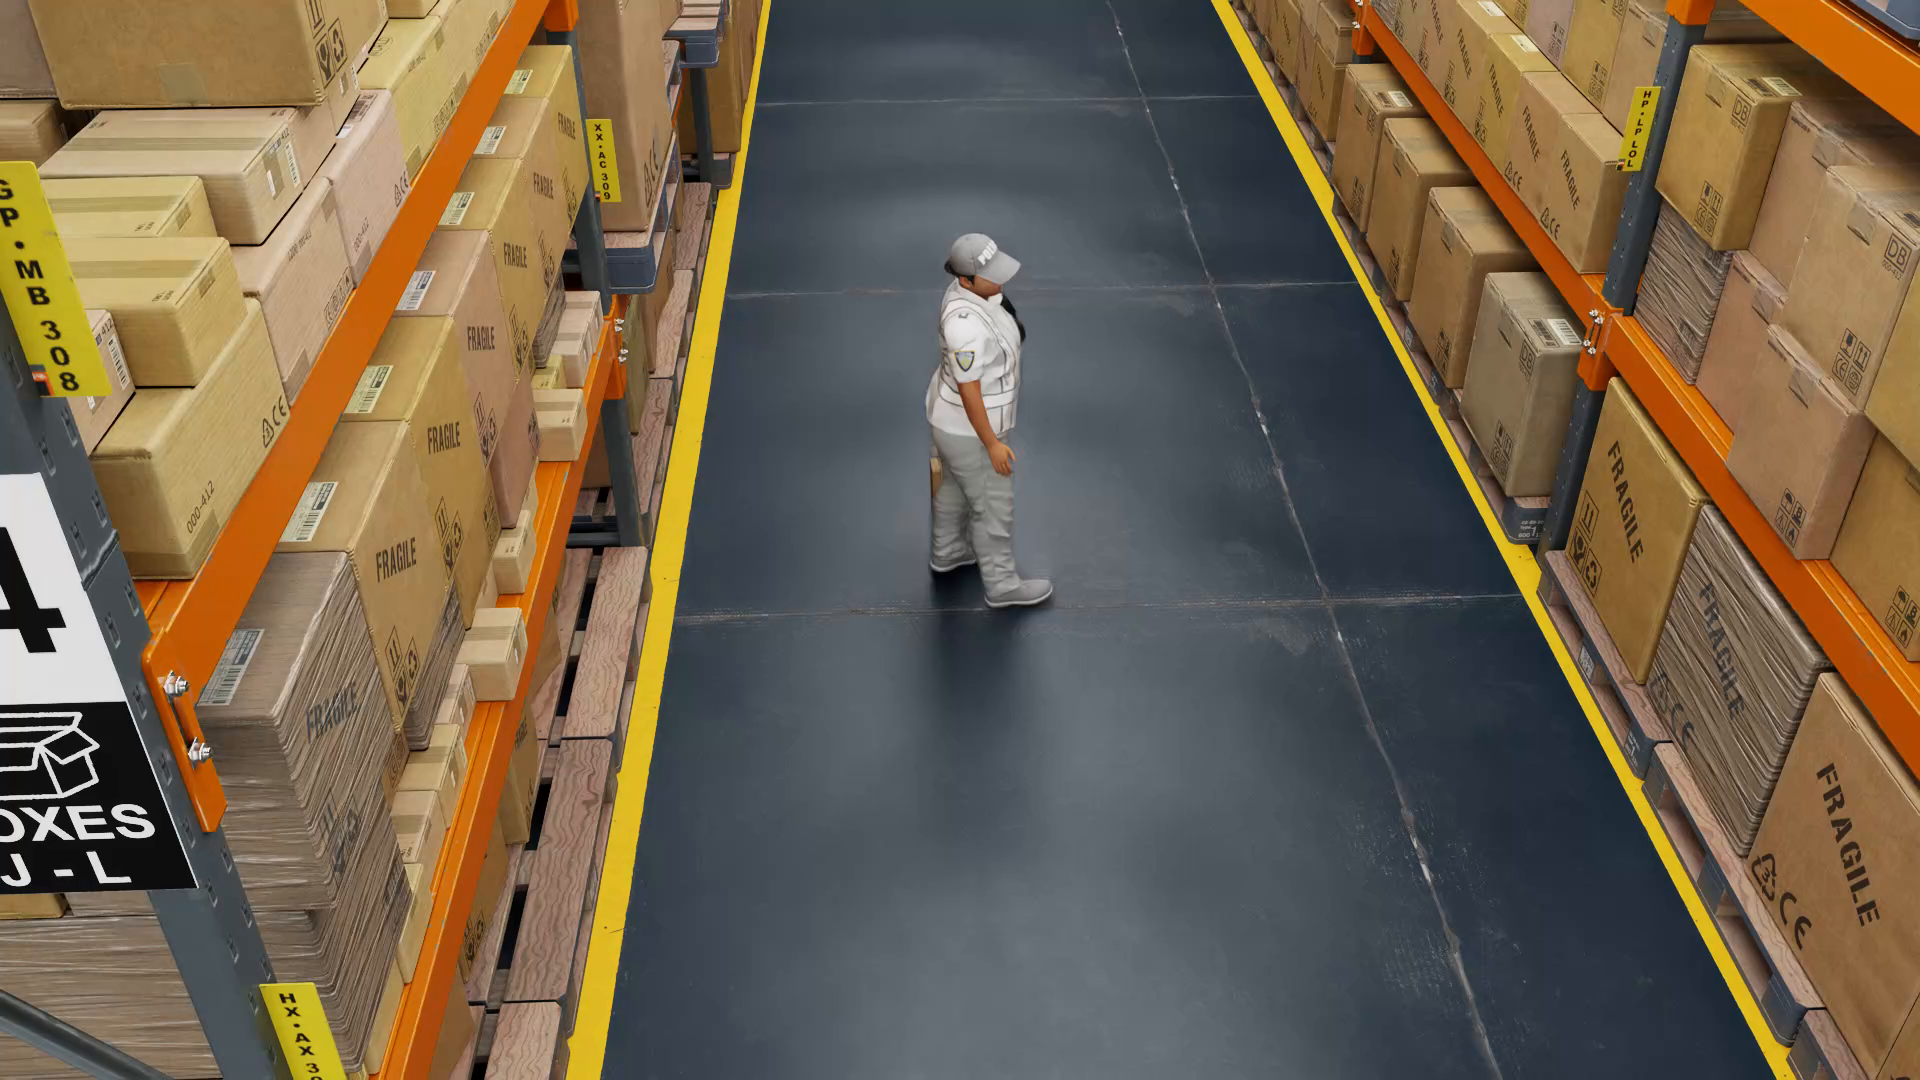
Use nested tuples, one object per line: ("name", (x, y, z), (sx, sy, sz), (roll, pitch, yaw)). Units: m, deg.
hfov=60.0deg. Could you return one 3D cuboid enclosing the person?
("person", (0.130, -0.486, 6.793), (0.537, 1.668, 0.556), (-1, 35, -2))
